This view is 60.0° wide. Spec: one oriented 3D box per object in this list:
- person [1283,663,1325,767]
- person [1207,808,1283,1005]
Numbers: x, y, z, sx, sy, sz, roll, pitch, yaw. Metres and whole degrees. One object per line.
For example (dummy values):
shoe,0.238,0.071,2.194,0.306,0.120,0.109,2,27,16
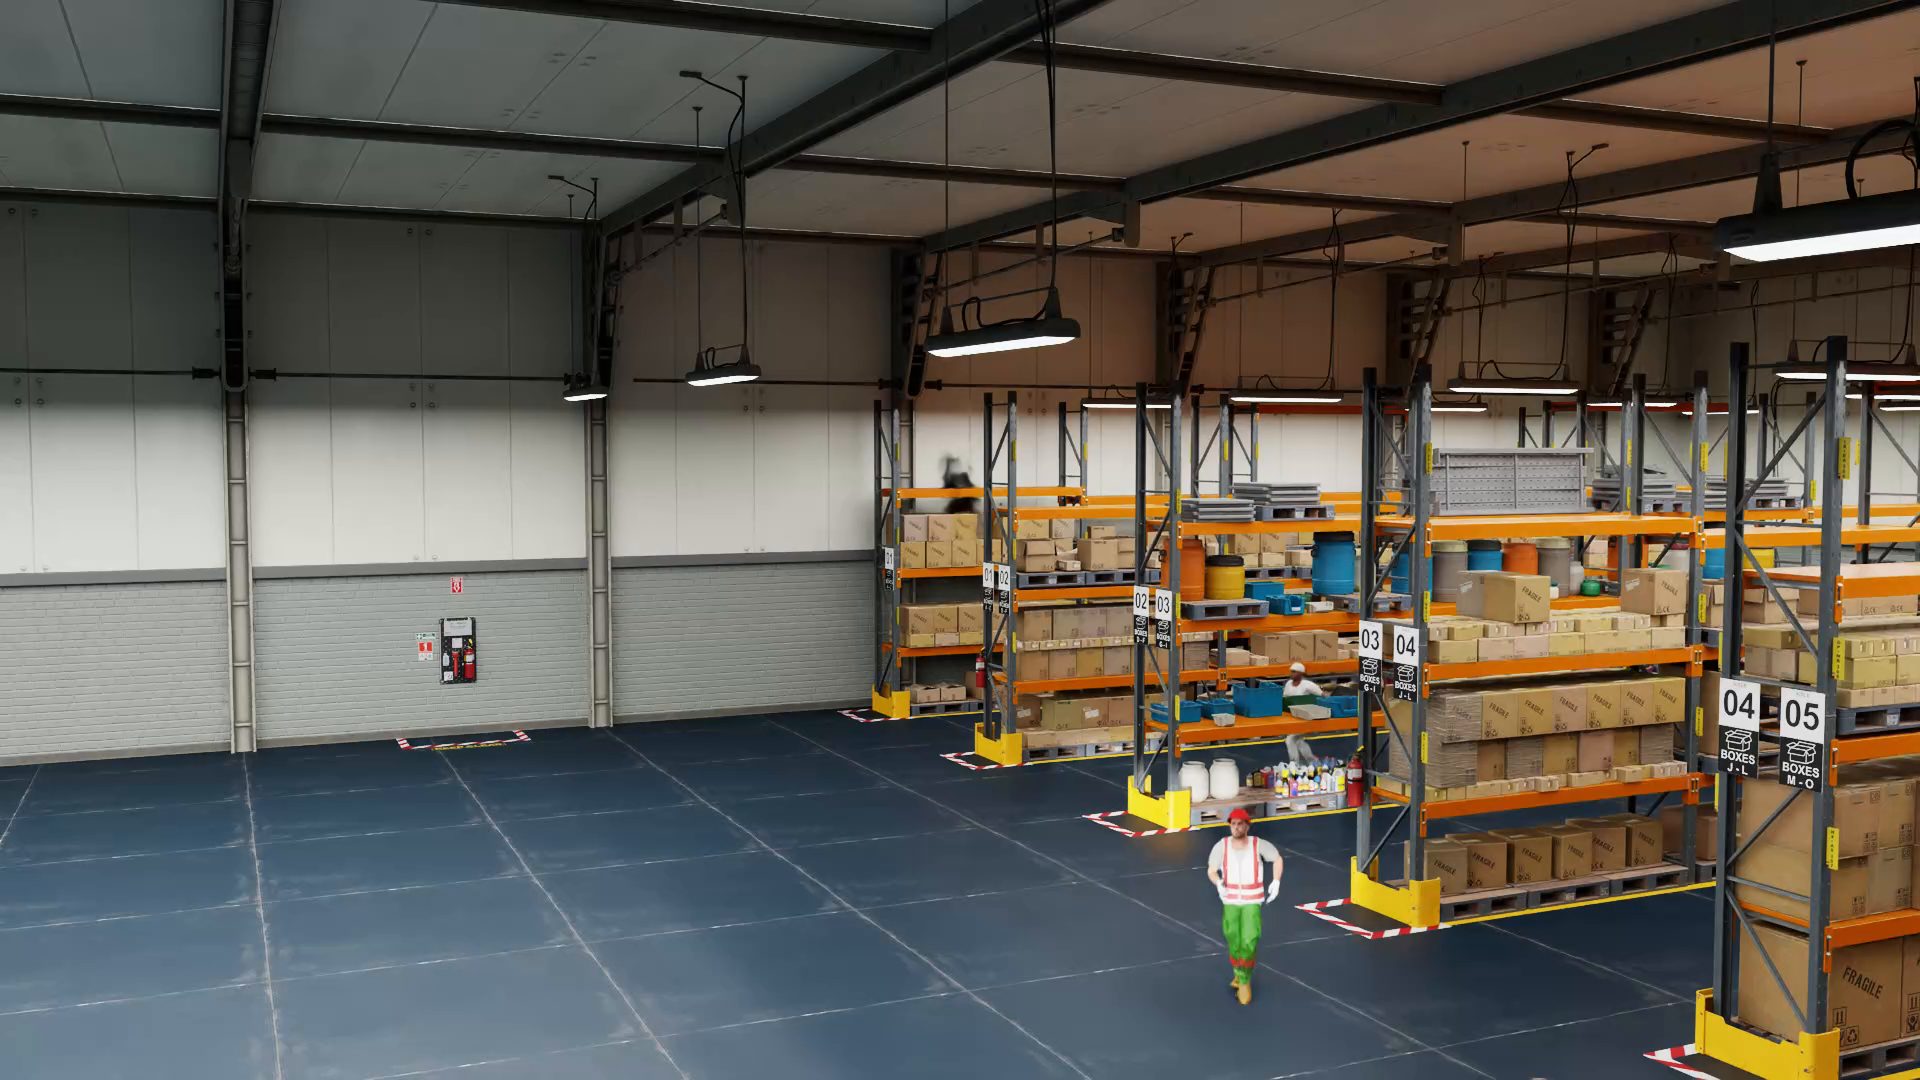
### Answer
person,5.219,2.798,25.691,0.769,1.825,0.676,-1,4,-24
person,2.627,3.390,15.458,0.671,1.783,0.715,1,4,19
